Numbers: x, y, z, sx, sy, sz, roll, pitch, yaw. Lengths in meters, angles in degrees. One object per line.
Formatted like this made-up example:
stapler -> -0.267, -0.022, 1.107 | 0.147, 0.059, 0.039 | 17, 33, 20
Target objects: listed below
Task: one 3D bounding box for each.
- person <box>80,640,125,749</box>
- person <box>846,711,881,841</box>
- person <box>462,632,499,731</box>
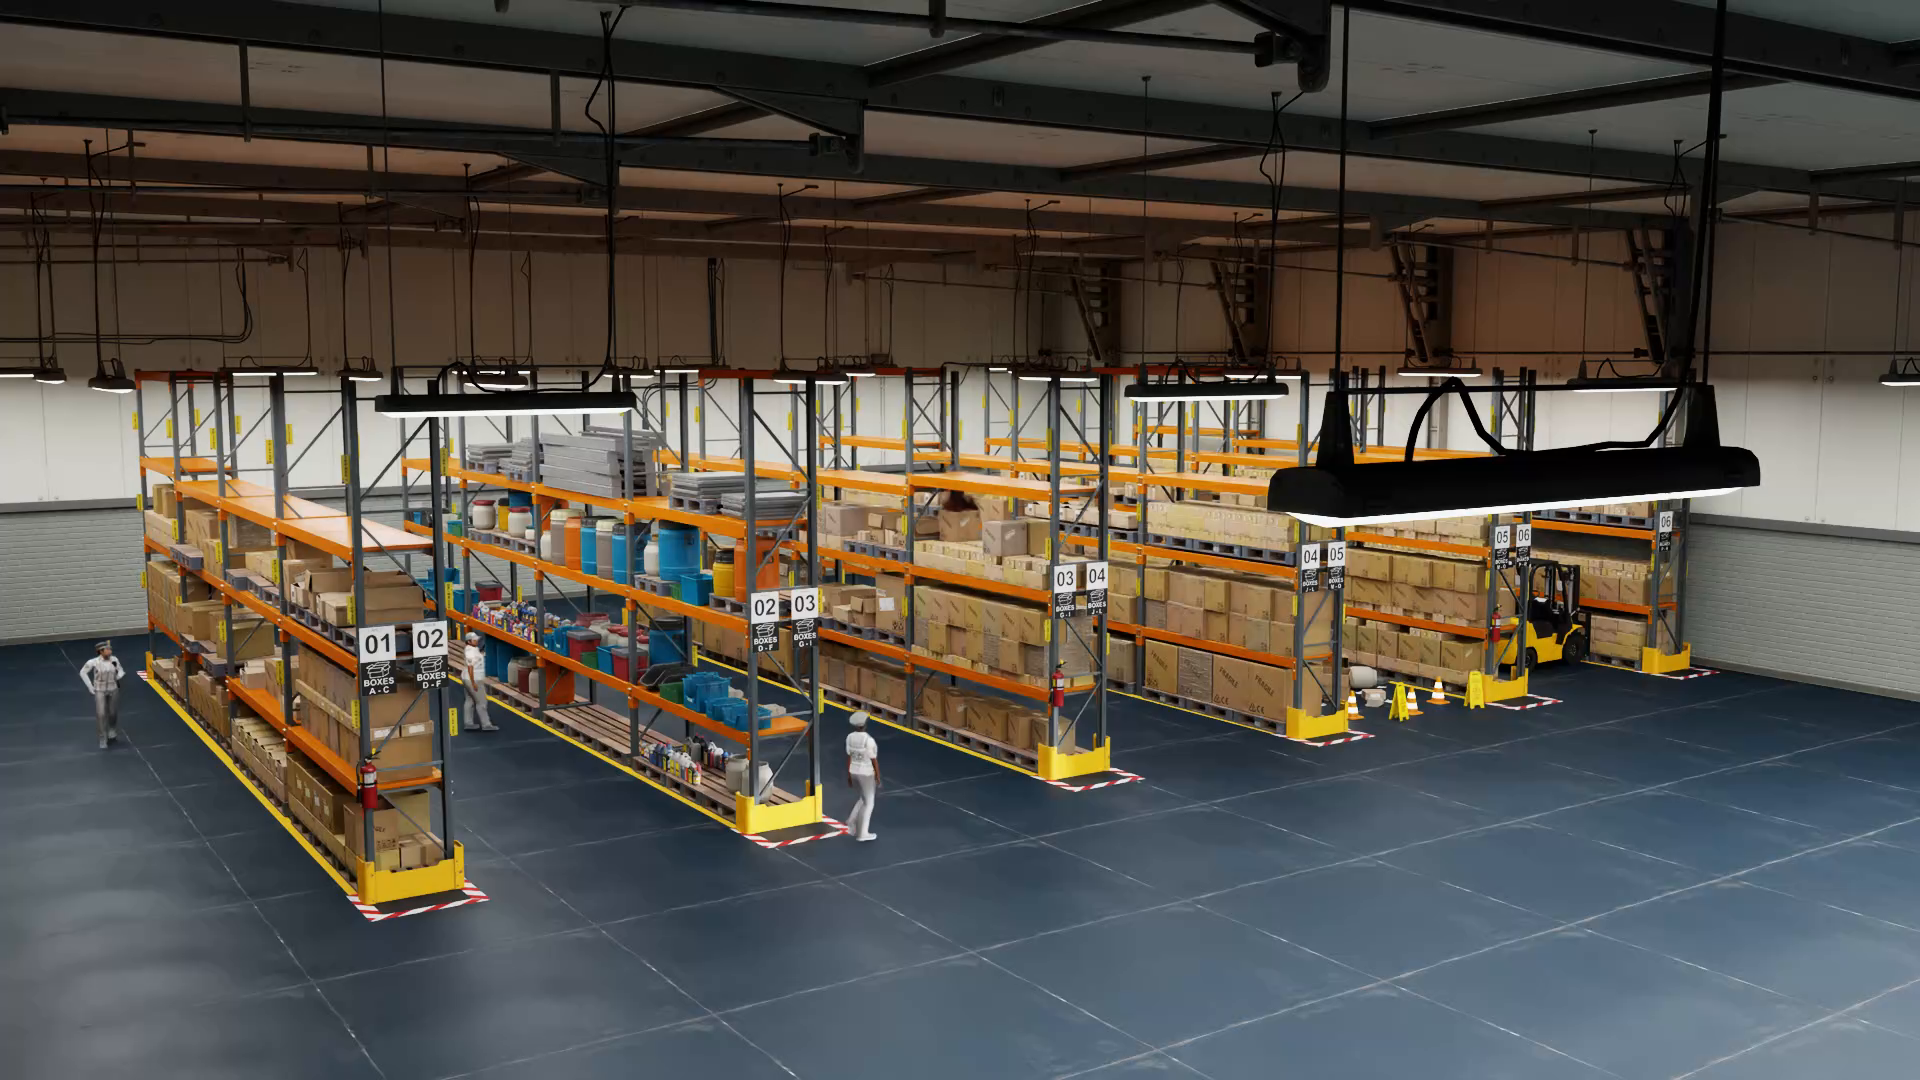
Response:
person -> -13.847, 2.471, 26.892 | 0.651, 1.732, 0.804 | -4, 7, -29
person -> -1.230, 3.048, 21.563 | 0.442, 1.679, 0.439 | -5, 8, -36
person -> -8.072, 2.366, 27.914 | 0.542, 1.653, 0.523 | -3, 7, -26
